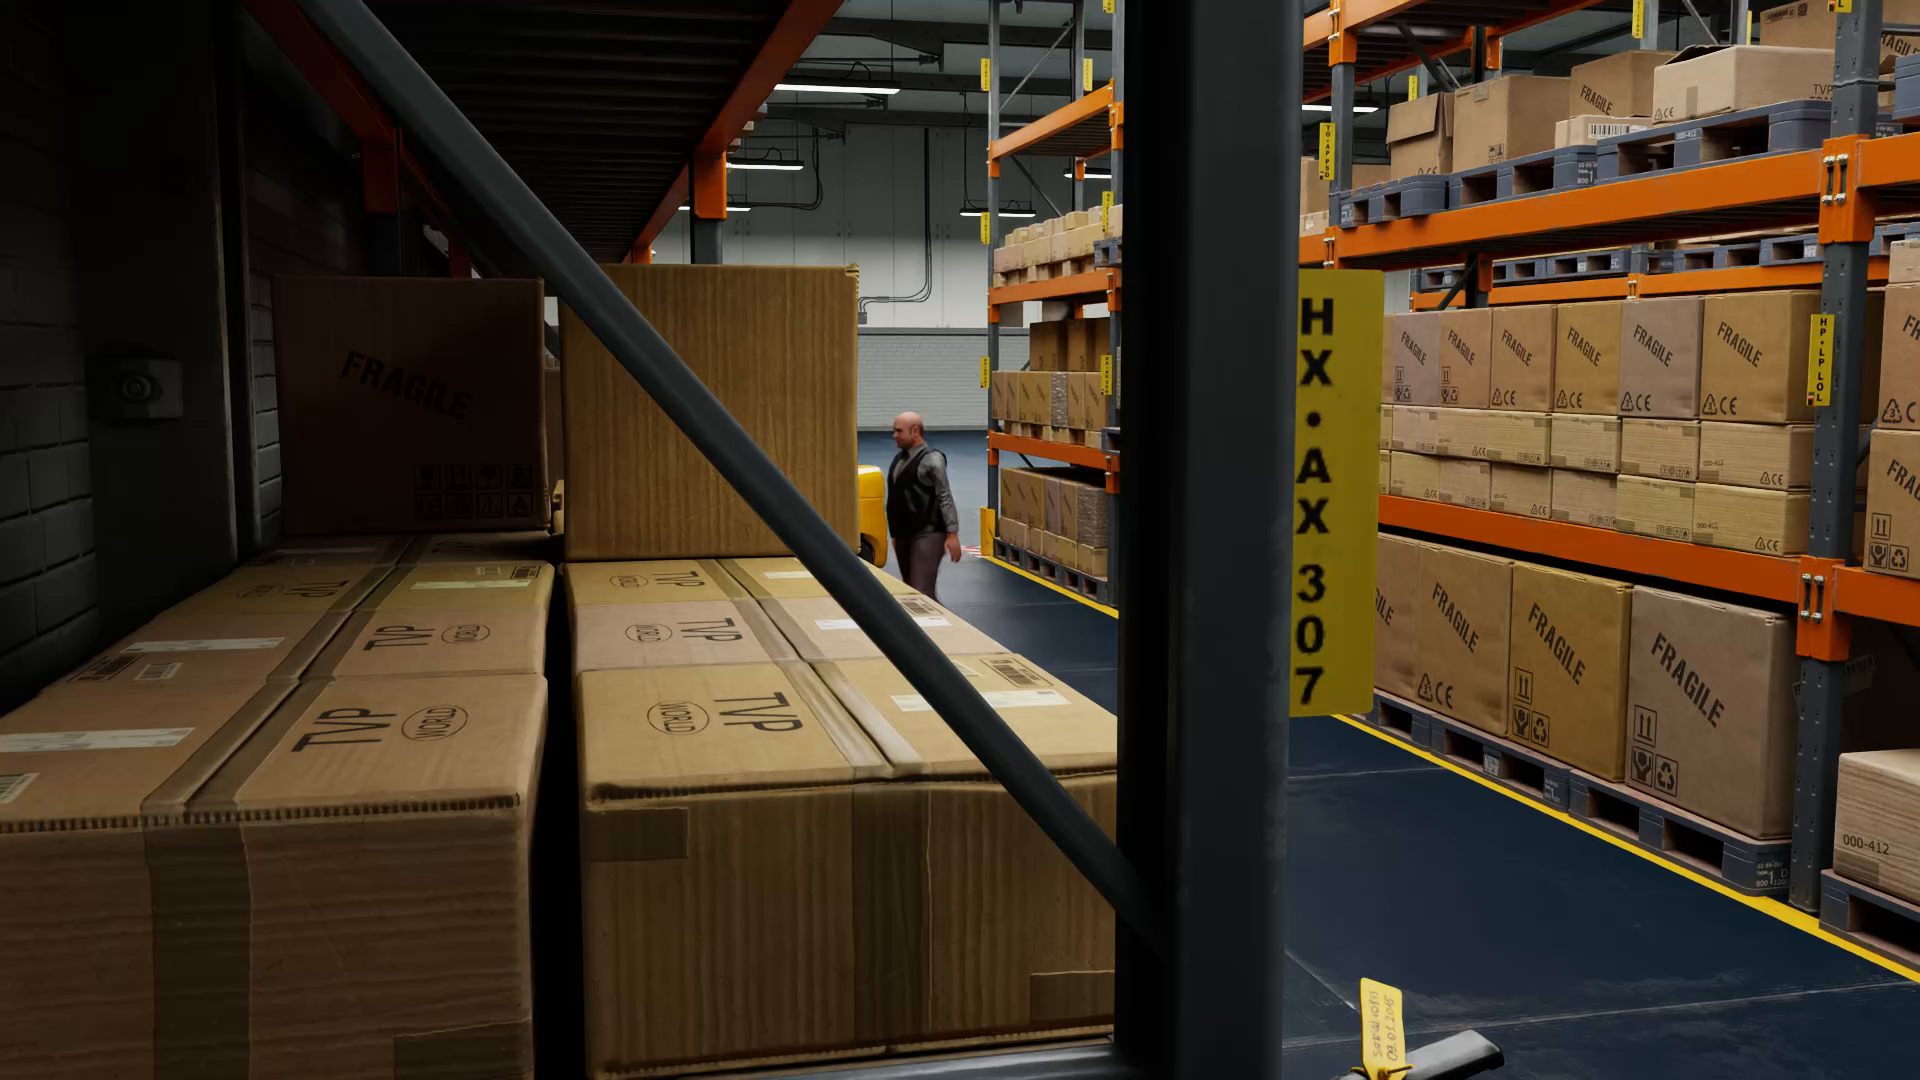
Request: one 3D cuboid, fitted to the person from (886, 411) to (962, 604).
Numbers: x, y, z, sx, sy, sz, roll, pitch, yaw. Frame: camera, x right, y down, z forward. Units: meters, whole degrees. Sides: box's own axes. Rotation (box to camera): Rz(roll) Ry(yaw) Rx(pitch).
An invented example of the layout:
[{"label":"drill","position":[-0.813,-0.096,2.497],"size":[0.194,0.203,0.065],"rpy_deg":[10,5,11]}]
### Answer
[{"label":"person","position":[-0.278,-0.005,11.129],"size":[0.681,1.708,0.669],"rpy_deg":[-4,7,-35]}]
